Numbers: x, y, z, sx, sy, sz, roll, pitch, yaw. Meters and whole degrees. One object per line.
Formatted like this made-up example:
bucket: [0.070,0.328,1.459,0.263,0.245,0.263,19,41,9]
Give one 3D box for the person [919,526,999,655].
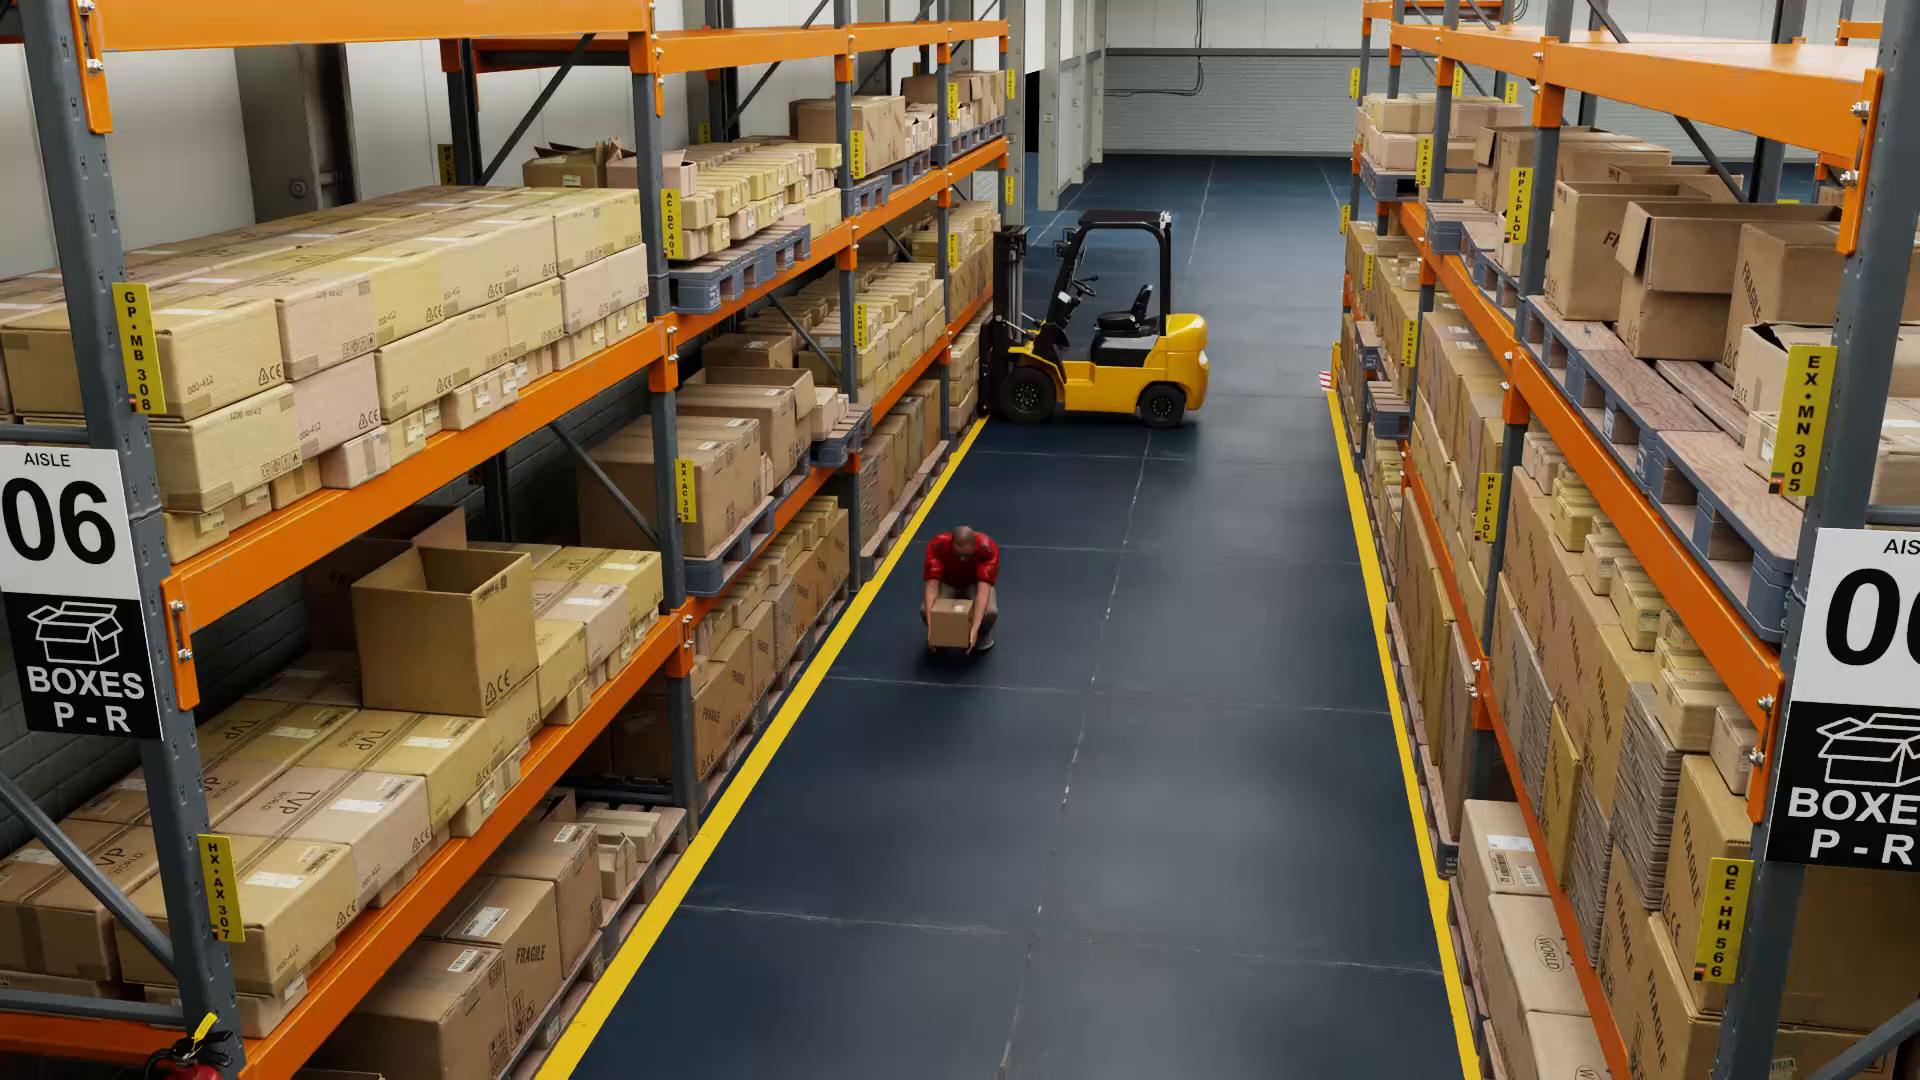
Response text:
person: [0.002,0.301,11.383,0.544,0.987,0.883,3,18,8]
